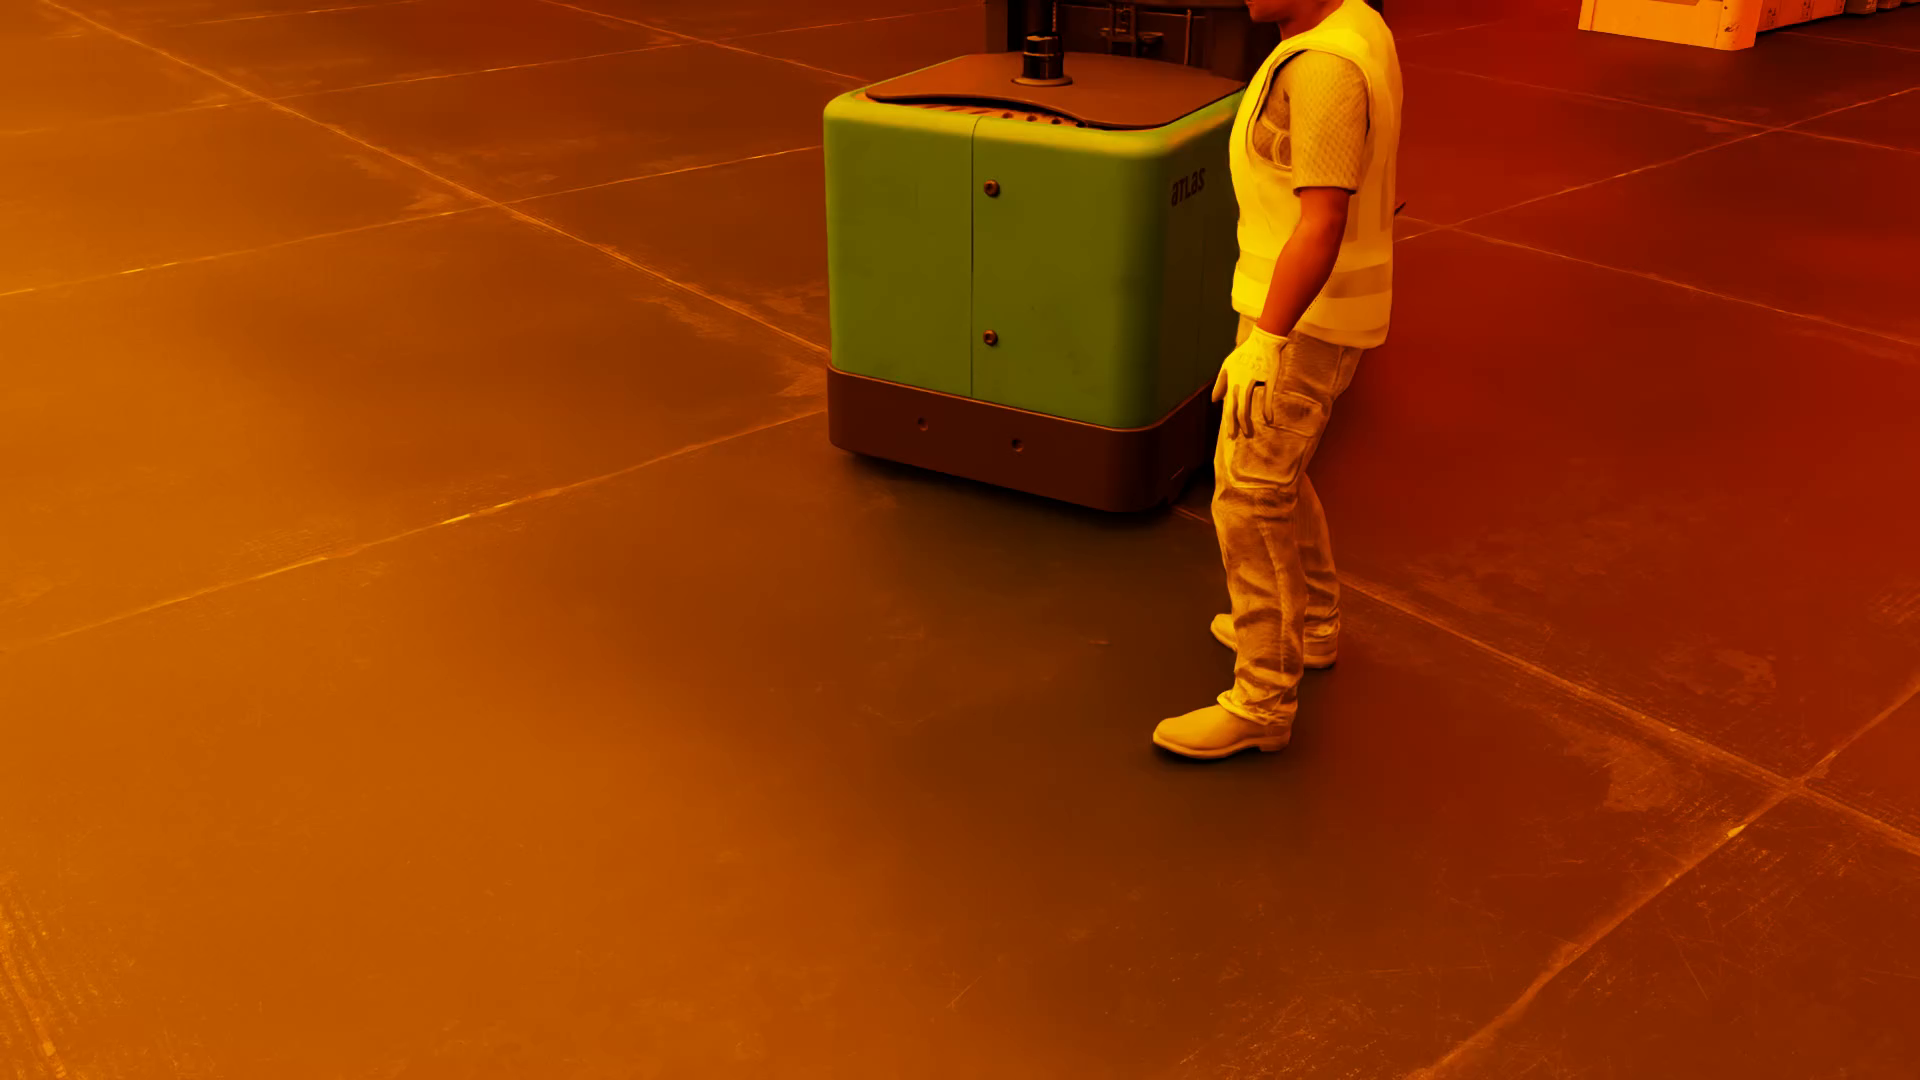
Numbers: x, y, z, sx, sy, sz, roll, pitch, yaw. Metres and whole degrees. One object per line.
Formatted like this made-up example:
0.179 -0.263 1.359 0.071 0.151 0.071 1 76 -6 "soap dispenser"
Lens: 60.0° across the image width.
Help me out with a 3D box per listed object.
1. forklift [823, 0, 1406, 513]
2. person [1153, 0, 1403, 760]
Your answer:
0.781 -2.003 5.241 1.130 2.935 3.031 14 30 26 "forklift"
0.685 -0.477 3.491 0.422 1.752 0.828 6 27 12 "person"
